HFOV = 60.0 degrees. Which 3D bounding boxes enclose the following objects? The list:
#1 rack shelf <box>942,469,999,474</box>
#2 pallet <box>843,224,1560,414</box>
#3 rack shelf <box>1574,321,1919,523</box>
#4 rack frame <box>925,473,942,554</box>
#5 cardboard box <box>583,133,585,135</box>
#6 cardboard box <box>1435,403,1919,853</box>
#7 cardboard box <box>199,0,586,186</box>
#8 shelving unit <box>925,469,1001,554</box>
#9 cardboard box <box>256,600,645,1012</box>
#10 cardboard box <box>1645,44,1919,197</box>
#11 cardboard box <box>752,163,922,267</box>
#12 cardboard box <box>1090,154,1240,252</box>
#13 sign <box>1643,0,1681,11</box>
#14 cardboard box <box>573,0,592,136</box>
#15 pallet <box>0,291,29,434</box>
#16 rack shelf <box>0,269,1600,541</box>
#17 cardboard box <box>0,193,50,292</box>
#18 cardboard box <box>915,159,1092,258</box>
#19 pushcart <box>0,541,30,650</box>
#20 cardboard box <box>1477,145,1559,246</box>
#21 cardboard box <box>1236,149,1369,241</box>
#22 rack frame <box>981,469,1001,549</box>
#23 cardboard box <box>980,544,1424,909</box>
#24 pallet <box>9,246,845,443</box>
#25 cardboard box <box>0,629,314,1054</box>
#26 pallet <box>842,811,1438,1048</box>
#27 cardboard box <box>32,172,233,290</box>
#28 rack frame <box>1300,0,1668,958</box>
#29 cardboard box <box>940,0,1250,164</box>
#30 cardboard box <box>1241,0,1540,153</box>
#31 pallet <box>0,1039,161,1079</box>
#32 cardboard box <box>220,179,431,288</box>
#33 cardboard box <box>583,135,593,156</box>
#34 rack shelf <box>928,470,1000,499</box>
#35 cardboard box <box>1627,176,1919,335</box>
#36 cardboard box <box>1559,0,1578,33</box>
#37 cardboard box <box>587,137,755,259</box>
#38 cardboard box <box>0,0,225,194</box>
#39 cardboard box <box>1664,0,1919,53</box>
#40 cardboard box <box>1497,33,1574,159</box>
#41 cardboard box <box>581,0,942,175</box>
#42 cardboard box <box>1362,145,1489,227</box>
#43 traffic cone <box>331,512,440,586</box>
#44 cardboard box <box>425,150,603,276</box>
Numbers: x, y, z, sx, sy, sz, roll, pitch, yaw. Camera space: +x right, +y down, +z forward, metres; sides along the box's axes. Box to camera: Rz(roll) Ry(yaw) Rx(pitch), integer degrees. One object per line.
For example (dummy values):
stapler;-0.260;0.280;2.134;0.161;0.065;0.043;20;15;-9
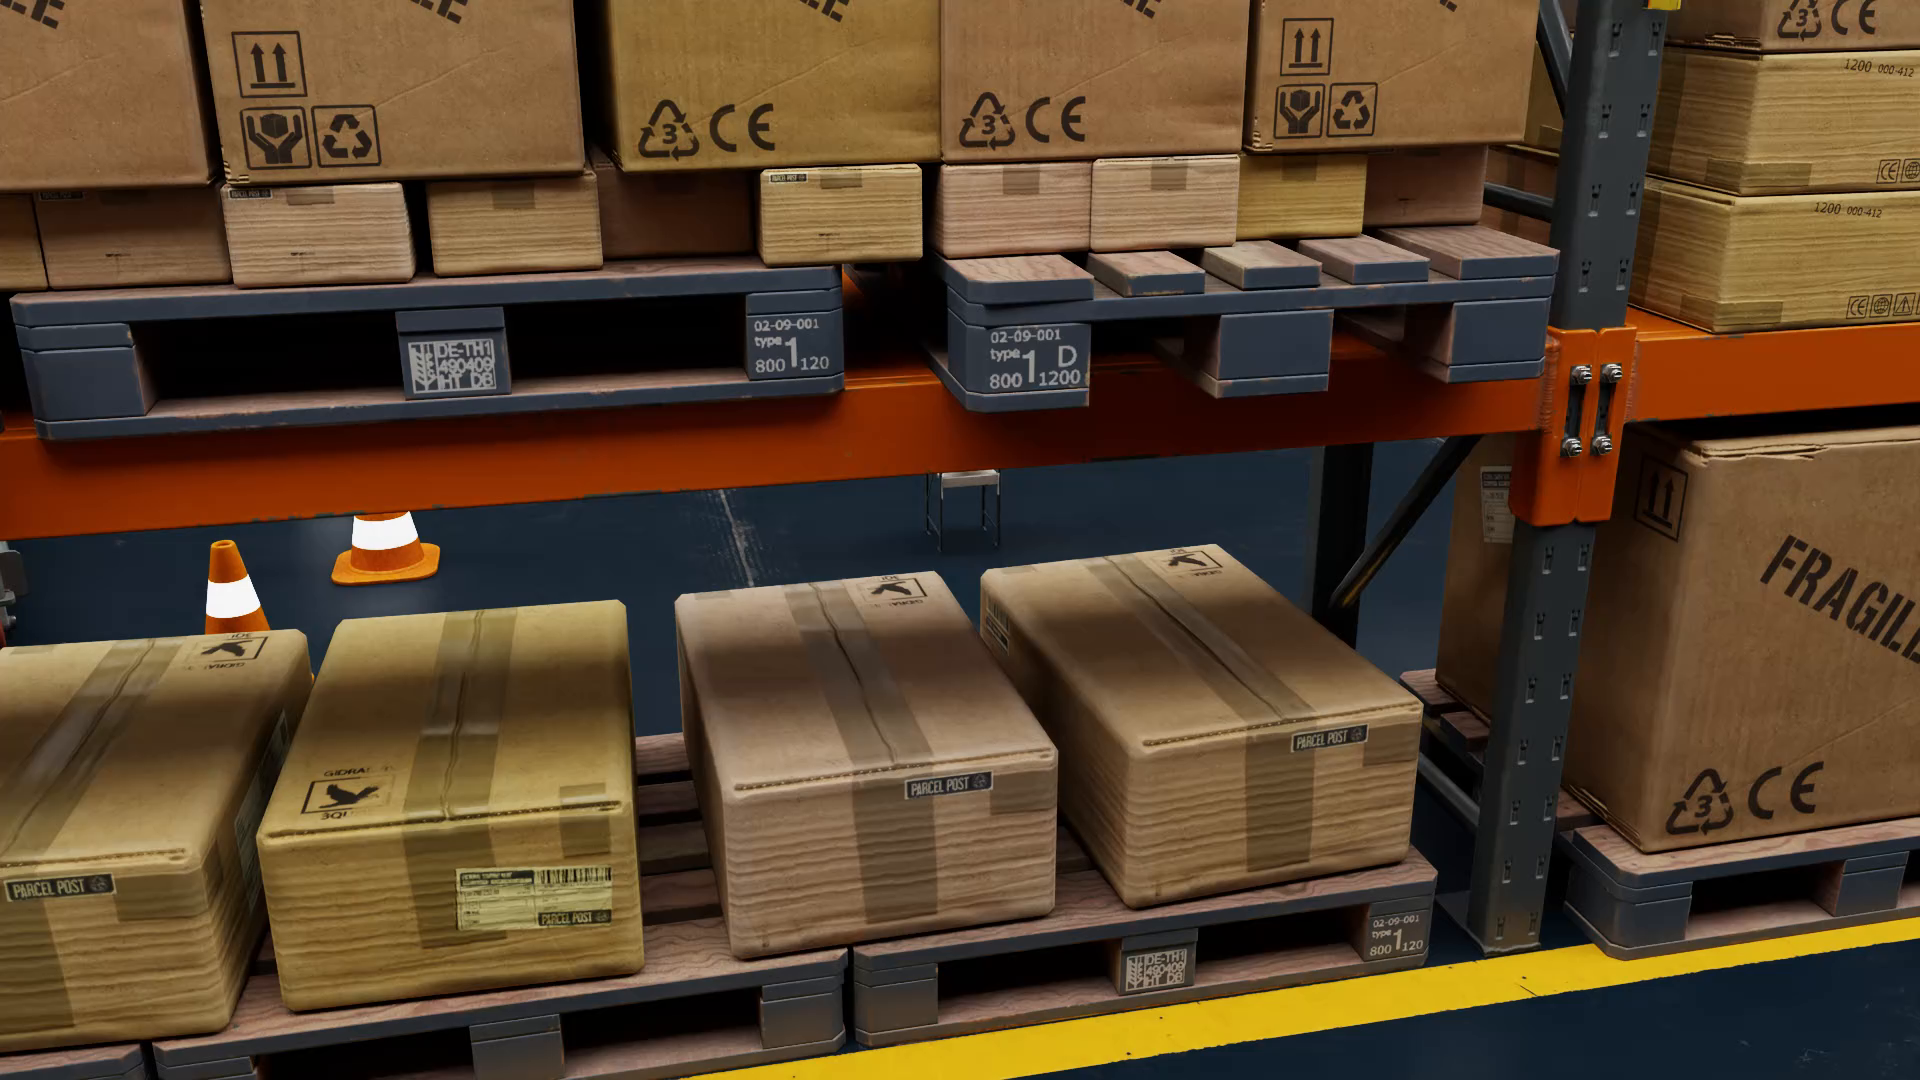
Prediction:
rack shelf;0.008;-0.307;5.704;0.200;0.077;0.258;-5;21;-12
pallet;0.366;-0.531;3.183;1.003;0.211;1.213;-5;21;-12
rack shelf;2.981;-0.534;3.958;4.000;0.370;1.077;-5;21;-12
rack frame;-0.091;-0.415;5.640;0.006;0.900;0.240;-5;21;-12
cardboard box;-0.965;-1.014;3.035;0.500;0.500;0.500;-5;21;-15
cardboard box;1.726;0.060;3.768;0.875;0.875;0.875;-5;21;-13
cardboard box;-0.866;-0.841;2.560;0.500;0.500;0.500;-6;21;-15
shelving unit;0.008;-0.423;5.662;0.210;0.900;0.258;-5;21;-12
cardboard box;-0.973;0.484;3.343;0.625;0.372;0.950;-4;20;-11
cardboard box;1.585;-0.835;3.225;0.500;0.250;0.500;-5;21;-13
cardboard box;-0.220;-0.564;2.748;0.250;0.149;0.380;-4;21;-12
cardboard box;0.291;-0.608;2.867;0.250;0.149;0.380;-5;21;-13
sign;1.169;-1.039;2.722;0.005;0.325;0.100;-5;21;-12
cardboard box;-0.477;-1.051;3.136;0.500;0.500;0.500;-4;21;-12
pallet;-2.080;-0.319;2.603;1.213;0.211;1.003;-5;21;-12
rack shelf;-0.911;-0.218;3.093;4.000;0.370;1.077;-5;21;-12
cardboard box;-1.484;-0.485;2.534;0.250;0.149;0.380;-4;21;-12
cardboard box;0.044;-0.591;2.820;0.250;0.149;0.380;-6;21;-15
pushcart;-3.431;0.075;5.061;0.936;0.377;1.648;-13;24;-31
cardboard box;1.467;-0.770;3.774;0.500;0.250;0.500;-5;21;-14
cardboard box;0.526;-0.643;2.963;0.250;0.149;0.380;-4;21;-12
rack frame;0.107;-0.431;5.684;0.006;0.900;0.240;-5;21;-12
cardboard box;0.483;0.364;3.669;0.625;0.372;0.950;-6;21;-16
pallet;-0.882;-0.453;2.970;1.213;0.211;1.003;-5;21;-12
cardboard box;-1.649;0.539;3.191;0.625;0.372;0.950;-3;20;-9
pallet;0.274;0.657;3.714;1.213;0.211;1.003;-5;21;-12
cardboard box;-1.243;-0.504;2.585;0.250;0.149;0.380;-4;21;-12
rack frame;1.035;-0.714;3.402;0.127;3.000;1.000;-5;21;-12
cardboard box;0.156;-0.924;2.787;0.500;0.500;0.500;-5;21;-13
cardboard box;0.657;-0.968;2.909;0.500;0.500;0.500;-5;21;-14
pallet;-2.100;0.850;3.187;1.213;0.211;1.003;-5;21;-12
cardboard box;-0.972;-0.508;2.595;0.250;0.149;0.380;-4;20;-10
cardboard box;-0.639;-0.717;3.164;0.250;0.149;0.380;-4;20;-10
rack shelf;0.008;-0.223;5.735;0.200;0.077;0.258;-5;21;-12
cardboard box;1.569;-0.598;3.303;0.500;0.250;0.500;-5;21;-13
cardboard box;1.478;-1.359;3.563;0.500;0.500;0.500;-5;21;-14
cardboard box;-0.494;-0.586;2.809;0.250;0.149;0.380;-4;21;-12
cardboard box;-1.364;-0.796;2.439;0.500;0.500;0.500;-5;21;-13
cardboard box;1.571;-1.187;3.096;0.500;0.500;0.500;-5;21;-14
cardboard box;1.448;-1.001;3.678;0.500;0.250;0.500;-5;21;-13
cardboard box;-0.335;-0.883;2.677;0.500;0.500;0.500;-6;21;-16
cardboard box;0.770;-0.688;3.087;0.250;0.149;0.380;-4;20;-10
traffic cone;-1.921;-0.130;5.498;0.334;0.463;0.336;-5;21;-12
cardboard box;-0.719;-0.539;2.680;0.250;0.149;0.380;-5;21;-14
